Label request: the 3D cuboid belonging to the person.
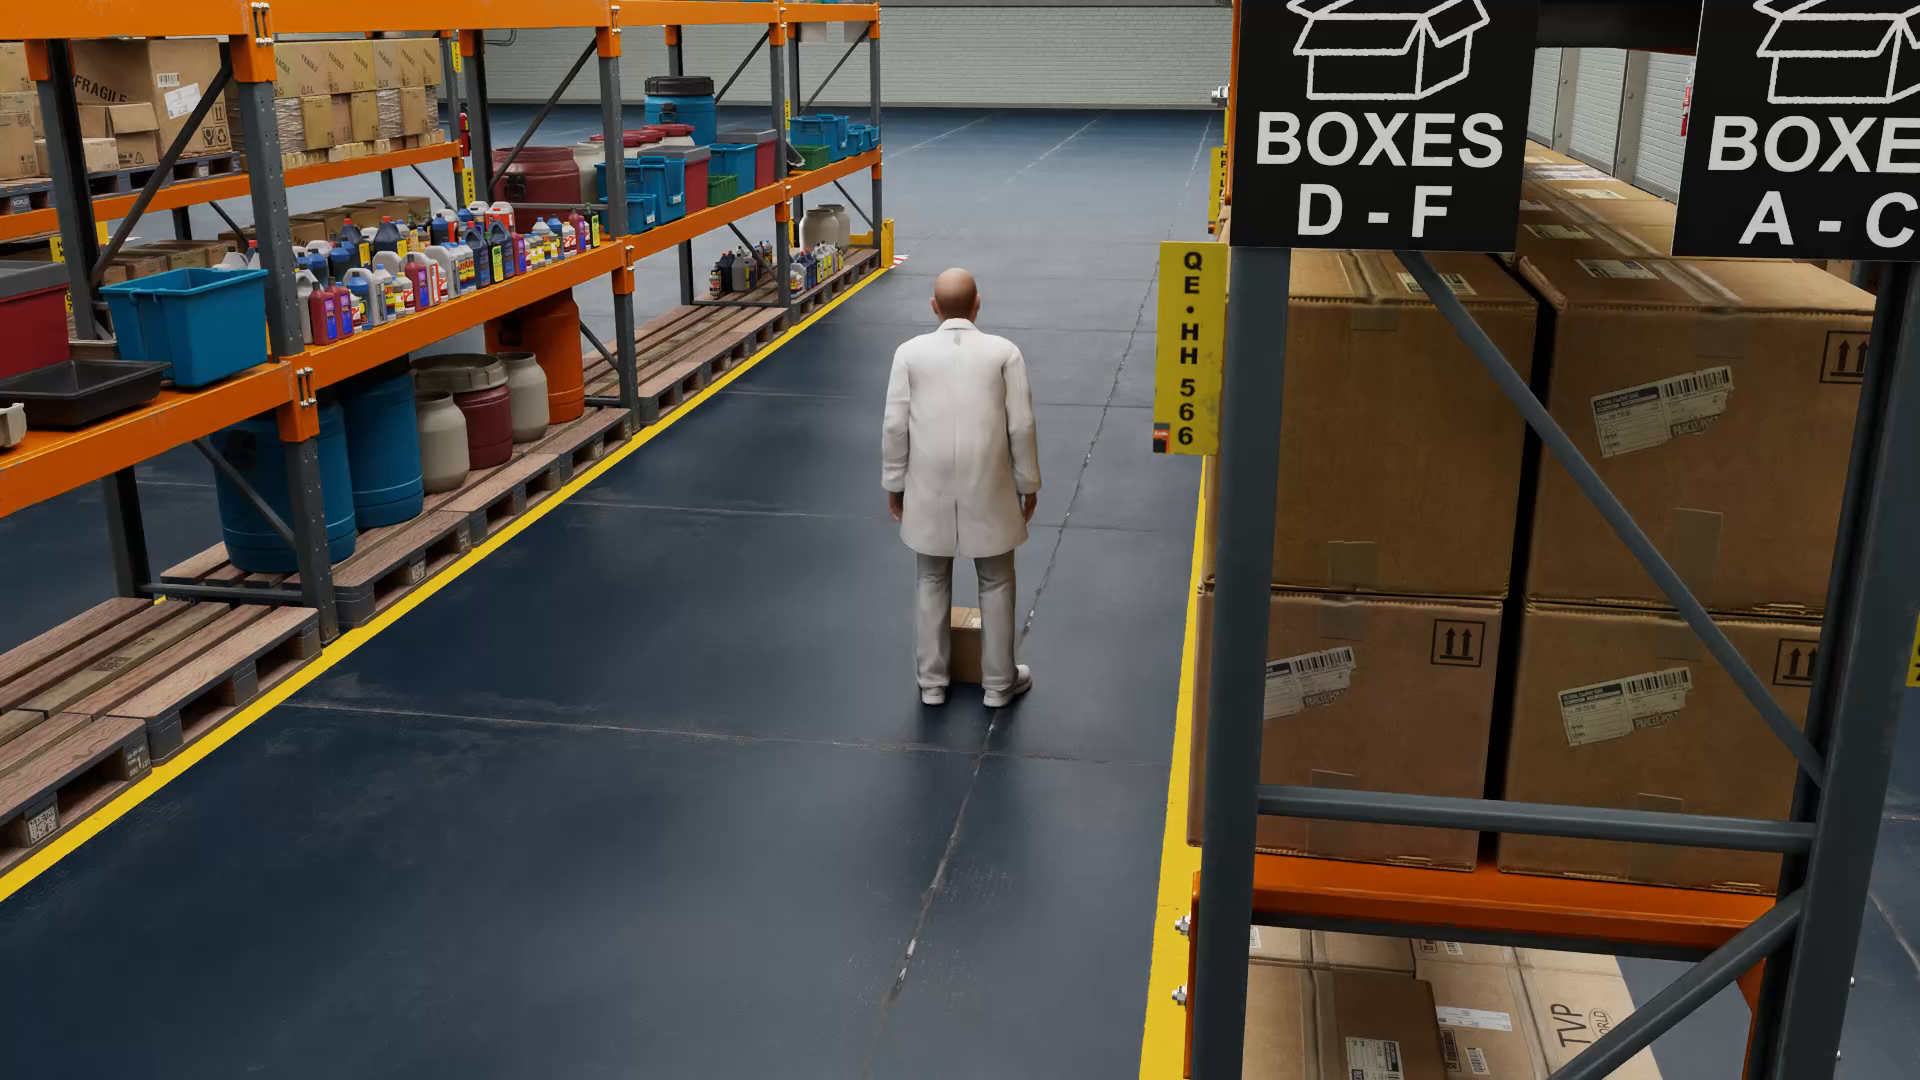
[{"bbox_3d":[0.004,-0.200,6.710,0.647,1.772,0.428,2,18,6],"label":"person"}]
